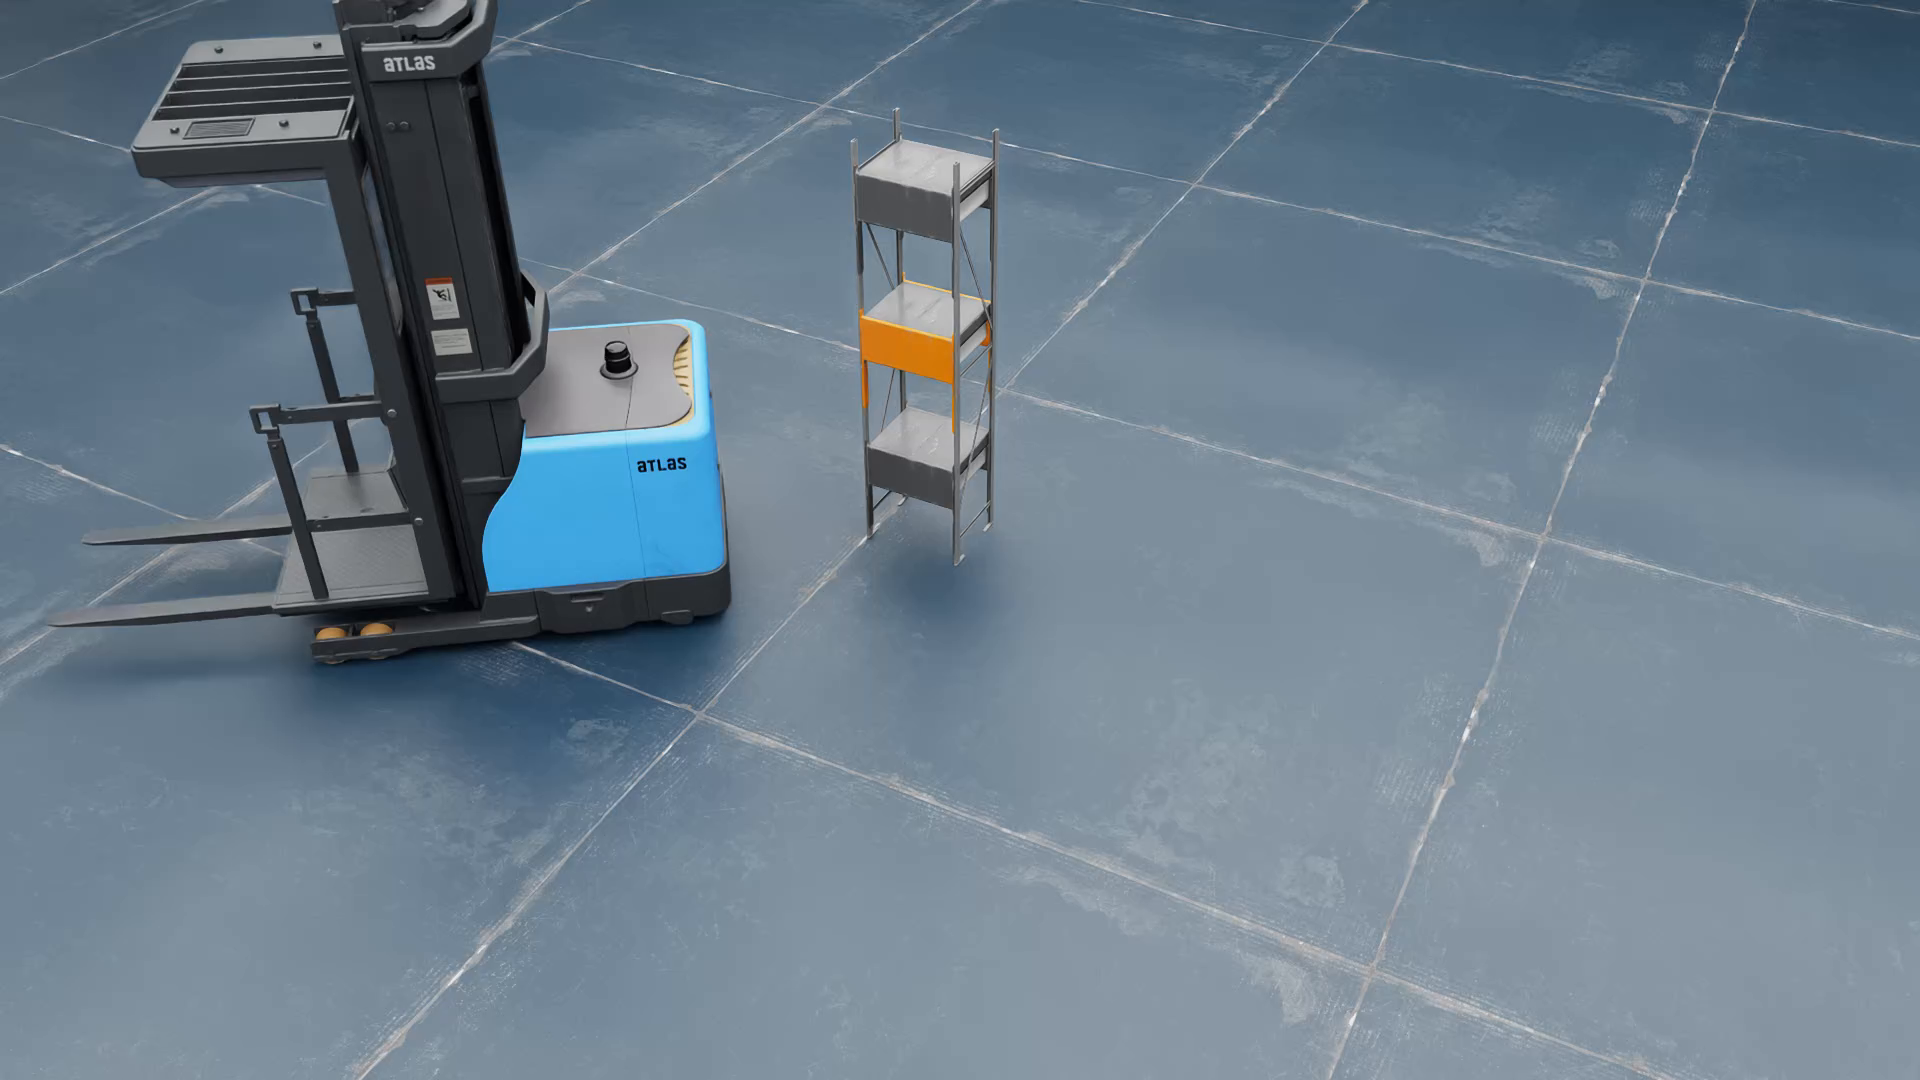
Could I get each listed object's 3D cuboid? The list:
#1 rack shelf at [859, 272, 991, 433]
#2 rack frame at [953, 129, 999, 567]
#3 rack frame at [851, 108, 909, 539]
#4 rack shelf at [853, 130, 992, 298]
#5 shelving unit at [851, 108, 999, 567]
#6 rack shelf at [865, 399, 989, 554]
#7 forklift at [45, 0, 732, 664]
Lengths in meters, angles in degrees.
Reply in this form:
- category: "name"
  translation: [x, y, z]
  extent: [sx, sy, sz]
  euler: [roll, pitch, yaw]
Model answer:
- category: "rack shelf"
  translation: [-0.147, -0.872, 7.704]
  extent: [0.480, 0.518, 0.431]
  euler: [17, 41, 21]
- category: "rack frame"
  translation: [0.070, -0.815, 7.606]
  extent: [0.015, 2.100, 0.400]
  euler: [17, 41, 21]
- category: "rack frame"
  translation: [-0.364, -0.950, 7.785]
  extent: [0.015, 2.100, 0.400]
  euler: [17, 41, 21]
- category: "rack shelf"
  translation: [-0.147, -1.429, 7.281]
  extent: [0.480, 0.518, 0.431]
  euler: [17, 41, 21]
- category: "shelving unit"
  translation: [-0.147, -0.882, 7.696]
  extent: [0.503, 2.100, 0.431]
  euler: [17, 41, 21]
- category: "rack shelf"
  translation: [-0.147, -0.314, 8.127]
  extent: [0.480, 0.518, 0.431]
  euler: [17, 41, 21]
- category: "forklift"
  translation: [-2.631, -0.950, 7.097]
  extent: [3.031, 2.935, 1.130]
  euler: [-5, 38, -7]
